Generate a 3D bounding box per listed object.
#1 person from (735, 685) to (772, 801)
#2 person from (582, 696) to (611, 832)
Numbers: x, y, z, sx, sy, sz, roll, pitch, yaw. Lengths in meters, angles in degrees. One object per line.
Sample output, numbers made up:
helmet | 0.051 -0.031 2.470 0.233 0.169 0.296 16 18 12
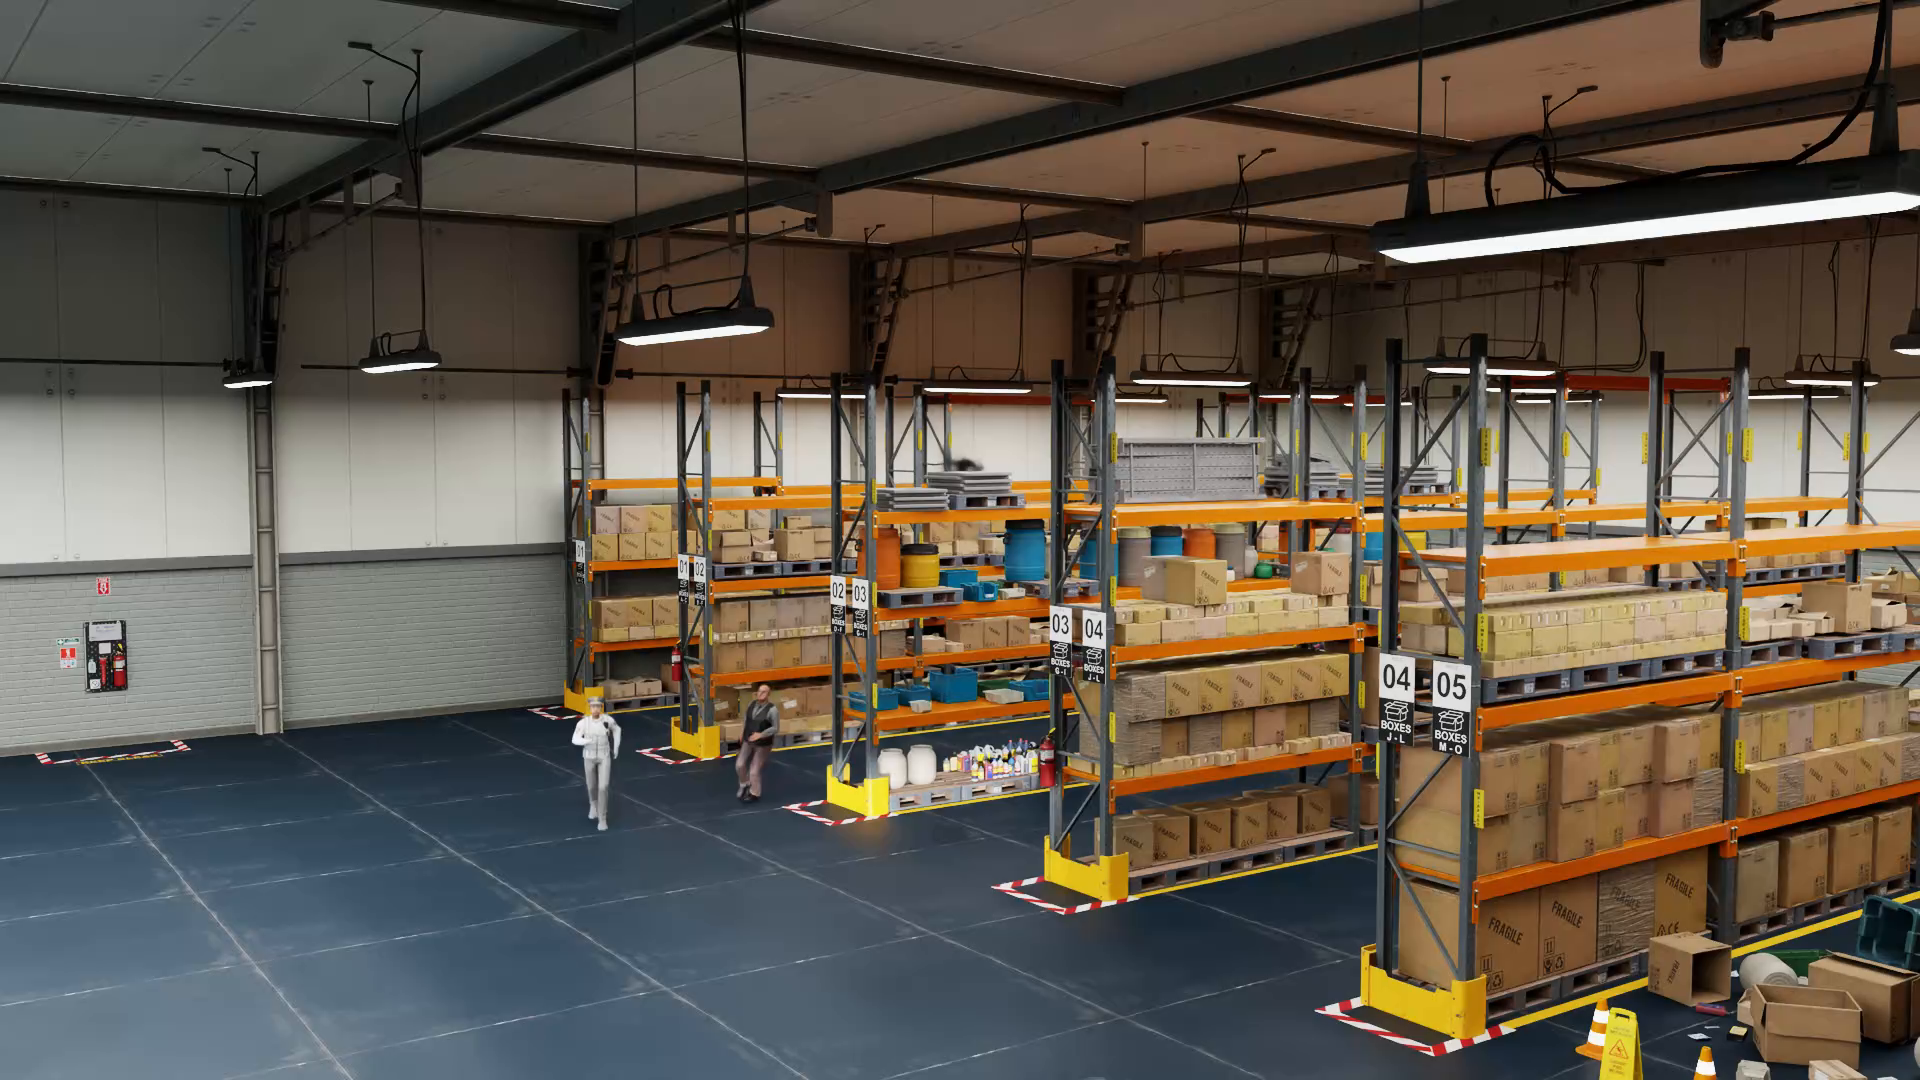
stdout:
person | -2.877 2.841 23.155 0.541 1.659 0.614 1 4 21
person | -4.783 2.903 21.896 0.370 1.747 0.806 -1 4 -10
